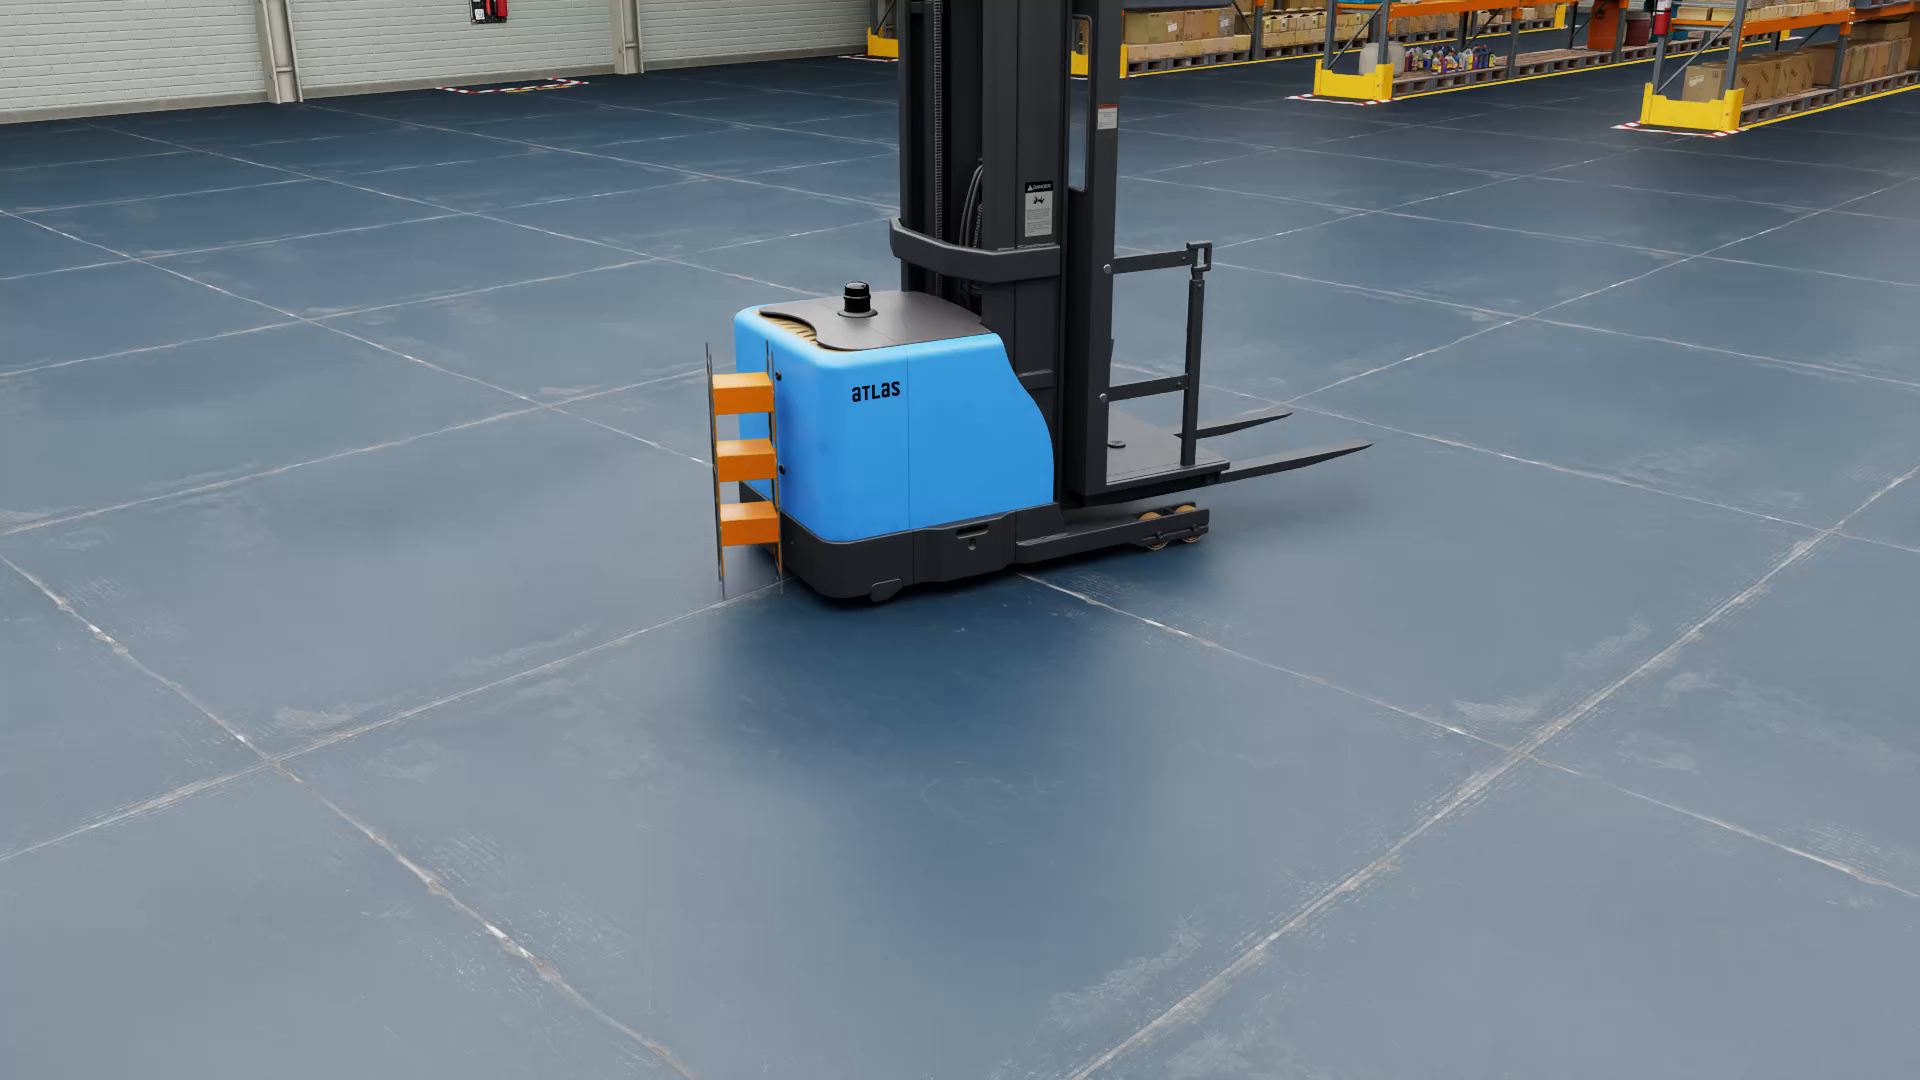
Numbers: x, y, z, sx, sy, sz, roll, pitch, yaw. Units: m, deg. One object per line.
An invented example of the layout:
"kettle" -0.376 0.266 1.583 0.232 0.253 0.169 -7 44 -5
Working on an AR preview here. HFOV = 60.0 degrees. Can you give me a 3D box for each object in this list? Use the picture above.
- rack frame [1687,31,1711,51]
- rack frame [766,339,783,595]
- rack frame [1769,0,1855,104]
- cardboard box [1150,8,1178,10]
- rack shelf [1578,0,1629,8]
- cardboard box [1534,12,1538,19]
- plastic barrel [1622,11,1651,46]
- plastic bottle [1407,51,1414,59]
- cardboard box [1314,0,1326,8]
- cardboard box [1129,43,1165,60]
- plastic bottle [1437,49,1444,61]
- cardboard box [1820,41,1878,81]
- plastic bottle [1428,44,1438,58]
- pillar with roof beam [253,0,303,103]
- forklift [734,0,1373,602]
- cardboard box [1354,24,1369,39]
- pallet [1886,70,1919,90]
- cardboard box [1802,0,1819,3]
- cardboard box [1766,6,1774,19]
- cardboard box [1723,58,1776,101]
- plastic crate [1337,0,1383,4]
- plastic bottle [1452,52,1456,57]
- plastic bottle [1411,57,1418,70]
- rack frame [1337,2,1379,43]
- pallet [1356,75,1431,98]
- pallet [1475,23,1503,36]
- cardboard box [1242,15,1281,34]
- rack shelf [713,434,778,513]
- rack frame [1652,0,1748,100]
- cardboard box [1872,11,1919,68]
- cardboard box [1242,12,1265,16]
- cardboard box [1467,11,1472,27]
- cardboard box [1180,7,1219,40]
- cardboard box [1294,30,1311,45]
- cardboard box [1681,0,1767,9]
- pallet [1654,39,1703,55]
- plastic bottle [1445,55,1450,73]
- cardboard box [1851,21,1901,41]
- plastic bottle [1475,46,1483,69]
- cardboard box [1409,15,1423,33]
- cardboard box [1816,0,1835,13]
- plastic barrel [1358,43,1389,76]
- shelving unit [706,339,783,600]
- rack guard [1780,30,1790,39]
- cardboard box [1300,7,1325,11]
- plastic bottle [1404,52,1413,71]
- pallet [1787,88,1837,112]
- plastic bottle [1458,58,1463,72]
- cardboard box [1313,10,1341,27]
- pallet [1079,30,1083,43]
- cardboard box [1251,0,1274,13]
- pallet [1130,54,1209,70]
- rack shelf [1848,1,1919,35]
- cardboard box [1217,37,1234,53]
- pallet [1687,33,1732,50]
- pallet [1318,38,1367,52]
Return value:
"rack frame" 14.185 -11.057 32.160 1.000 3.000 0.127 19 28 41
"rack frame" -0.767 -0.296 6.881 0.008 1.050 0.200 -5 21 -12
"rack frame" 12.153 -7.761 23.584 1.000 3.000 0.127 19 28 41
"cardboard box" 3.465 -9.077 29.210 0.500 0.500 0.500 19 28 41
"rack shelf" 12.789 -10.207 30.951 1.077 0.370 4.000 19 28 41
"cardboard box" 12.879 -11.925 37.756 0.380 0.166 0.250 19 28 41
"plastic barrel" 12.511 -9.519 30.936 0.600 0.588 0.708 19 28 41
"plastic bottle" 7.073 -7.581 26.301 0.152 0.276 0.135 18 28 39
"cardboard box" 8.394 -12.992 40.093 0.500 0.500 0.700 -19 28 -41
"cardboard box" 3.147 -8.337 28.331 0.500 0.250 0.500 19 28 41
"plastic bottle" 7.729 -7.761 26.775 0.097 0.271 0.097 0 21 0
"cardboard box" 13.333 -7.213 25.032 0.700 0.500 0.500 16 26 36
"plastic bottle" 7.612 -7.817 26.810 0.144 0.351 0.185 18 27 38
"pillar with roof beam" -6.703 -9.486 19.712 9.100 9.000 0.400 19 28 41
"forklift" 0.549 -1.477 7.331 3.031 2.935 1.130 -11 24 -27
"cardboard box" 7.656 -9.985 32.620 0.500 0.250 0.500 -19 28 -41
"pallet" 14.397 -7.287 26.238 1.003 0.211 1.213 19 28 41
"cardboard box" 11.144 -7.572 22.541 0.875 0.500 0.500 19 28 41
"cardboard box" 10.265 -6.818 21.483 0.380 0.149 0.250 19 28 41
"cardboard box" 10.653 -6.236 22.518 0.500 0.500 0.500 -17 27 -37
"plastic crate" 5.948 -8.106 24.691 0.499 0.251 0.616 19 28 41
"plastic bottle" 7.809 -7.553 26.218 0.061 0.283 0.133 19 28 41
"plastic bottle" 7.175 -7.520 26.246 0.097 0.201 0.097 0 21 0
"rack frame" 7.848 -11.269 32.713 1.000 3.000 0.127 19 28 41
"pallet" 6.403 -6.909 25.256 1.003 0.211 1.213 19 28 41
"pallet" 11.118 -11.172 36.347 1.003 0.211 1.213 19 28 41
"cardboard box" 5.524 -9.459 30.469 0.500 0.311 0.500 19 28 41
"rack shelf" -0.886 -0.277 6.860 0.240 0.259 0.215 -5 21 -12
"rack frame" 9.362 -6.732 20.909 1.000 3.000 0.127 19 28 41
"cardboard box" 15.439 -8.165 27.013 1.225 0.875 0.875 18 27 38
"cardboard box" 5.493 -9.726 31.165 0.500 0.311 0.500 -19 28 -41
"cardboard box" 10.499 -11.137 35.241 0.500 0.500 0.500 19 28 40
"cardboard box" 4.187 -9.074 29.205 0.500 0.500 0.500 19 28 41
"cardboard box" 6.233 -9.460 31.253 0.500 0.250 0.500 18 28 39
"cardboard box" 9.765 -7.052 21.188 0.875 0.500 0.500 19 28 41
"pallet" 13.617 -9.567 32.171 1.003 0.211 1.213 19 28 41
"plastic bottle" 7.541 -7.380 25.784 0.097 0.271 0.097 0 21 0
"cardboard box" 14.134 -7.859 25.666 0.500 0.250 0.500 -16 26 -36
"plastic bottle" 8.227 -7.682 26.459 0.144 0.351 0.185 18 27 38
"cardboard box" 9.085 -10.617 33.887 0.500 0.500 0.500 19 28 40
"cardboard box" 11.720 -7.311 22.765 0.380 0.149 0.250 19 28 41
"plastic barrel" 6.218 -7.195 24.995 0.421 0.512 0.421 0 21 0
"shelving unit" -0.886 -0.287 6.856 0.252 1.050 0.215 -5 21 -12
"rack guard" 16.983 -10.927 35.308 1.175 0.500 0.348 19 28 41
"cardboard box" 6.912 -10.245 32.514 0.500 0.311 0.500 18 28 39
"plastic bottle" 7.053 -7.523 26.138 0.061 0.283 0.133 19 28 41
"pallet" 11.709 -6.277 23.613 1.003 0.211 1.213 19 28 41
"plastic bottle" 7.823 -7.451 26.067 0.097 0.201 0.097 0 21 0
"cardboard box" 6.947 -9.983 31.832 0.500 0.311 0.500 19 28 40
"pallet" 2.048 -10.379 34.283 1.003 0.211 1.213 19 28 41
"cardboard box" 6.726 -12.529 38.402 0.750 0.750 0.750 20 28 41
"pallet" 3.622 -8.430 29.213 1.003 0.211 1.213 19 28 41
"rack shelf" 13.548 -7.939 25.051 1.077 0.370 4.000 19 28 41
"cardboard box" 4.535 -8.853 29.675 0.500 0.250 0.500 19 28 41
"pallet" 14.670 -9.954 33.177 1.003 0.211 1.213 19 28 41
"pallet" 7.246 -9.766 32.688 1.003 0.211 1.213 19 28 41
